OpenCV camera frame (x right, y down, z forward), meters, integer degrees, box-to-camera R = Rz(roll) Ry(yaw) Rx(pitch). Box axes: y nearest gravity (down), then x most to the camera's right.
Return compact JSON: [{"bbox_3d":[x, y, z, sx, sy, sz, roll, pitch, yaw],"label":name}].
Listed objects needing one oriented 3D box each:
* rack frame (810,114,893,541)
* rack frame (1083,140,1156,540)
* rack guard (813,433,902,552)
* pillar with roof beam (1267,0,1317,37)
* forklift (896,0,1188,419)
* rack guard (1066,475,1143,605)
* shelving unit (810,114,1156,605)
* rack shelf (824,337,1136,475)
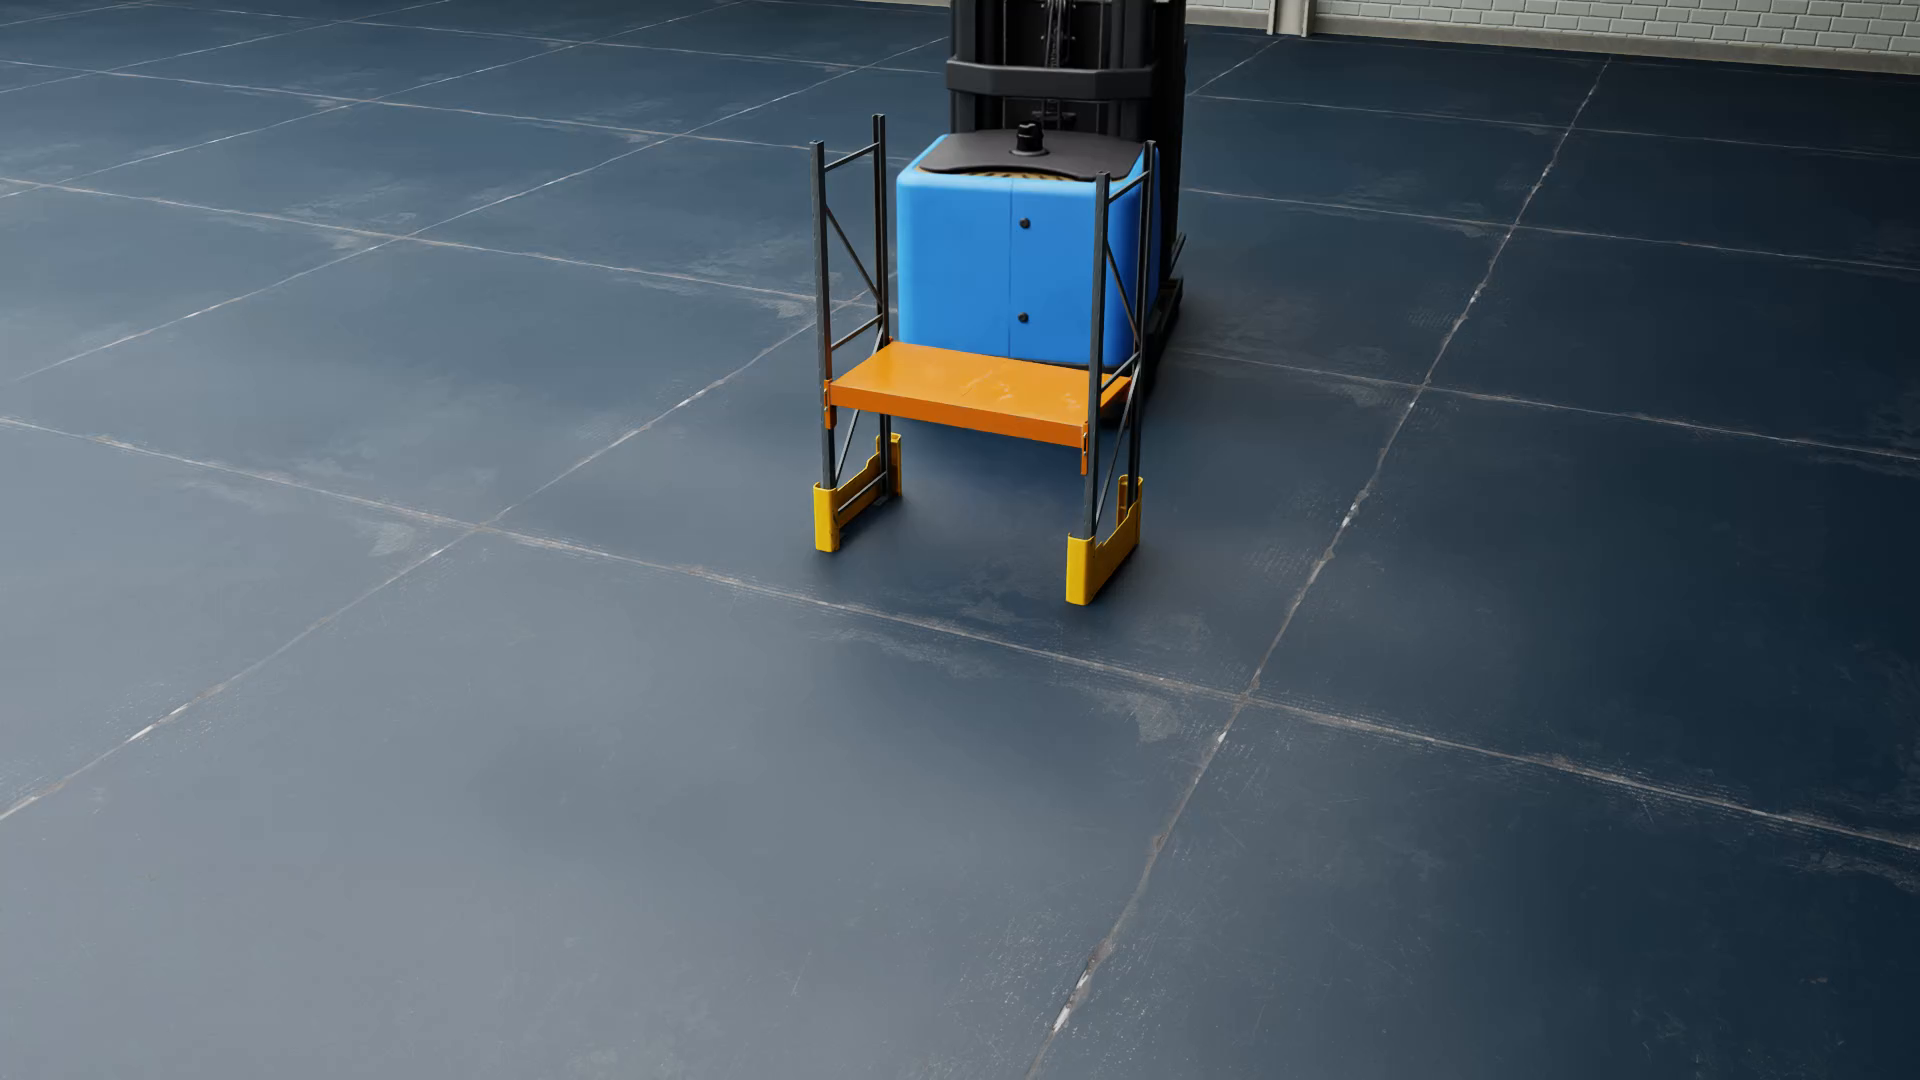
[{"bbox_3d":[-0.385,-0.750,6.076,0.032,1.500,0.500,11,28,22],"label":"rack frame"},{"bbox_3d":[0.540,-0.564,5.698,0.032,1.500,0.500,11,28,22],"label":"rack frame"},{"bbox_3d":[-0.384,-0.189,6.351,0.087,0.250,0.587,11,28,22],"label":"rack guard"},{"bbox_3d":[1.481,-7.310,10.910,0.400,9.000,9.100,11,28,22],"label":"pillar with roof beam"},{"bbox_3d":[0.550,-2.462,7.933,1.130,2.935,3.031,6,27,12],"label":"forklift"},{"bbox_3d":[0.523,-0.007,5.982,0.087,0.250,0.587,11,28,22],"label":"rack guard"},{"bbox_3d":[0.069,-0.659,5.890,1.083,1.500,0.587,11,28,22],"label":"shelving unit"},{"bbox_3d":[0.078,-0.496,5.966,1.000,0.185,0.538,11,28,22],"label":"rack shelf"}]
